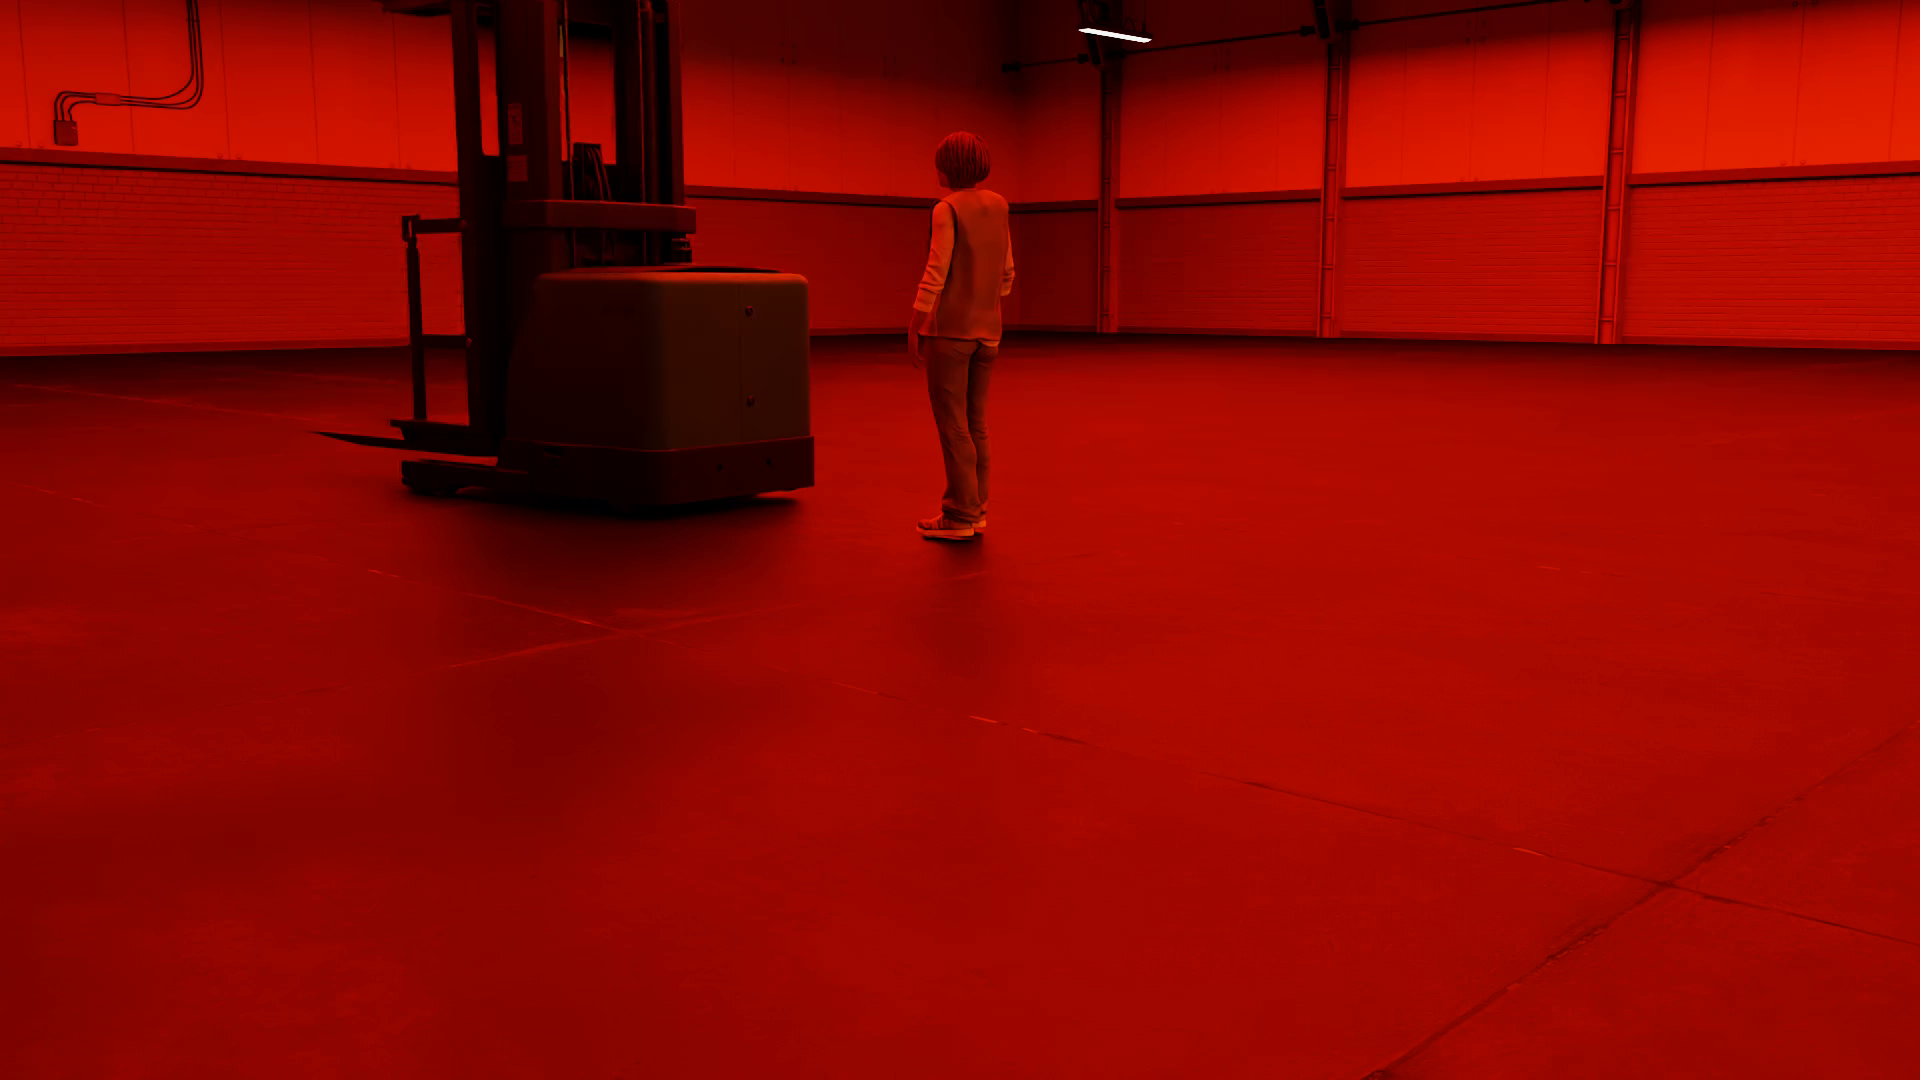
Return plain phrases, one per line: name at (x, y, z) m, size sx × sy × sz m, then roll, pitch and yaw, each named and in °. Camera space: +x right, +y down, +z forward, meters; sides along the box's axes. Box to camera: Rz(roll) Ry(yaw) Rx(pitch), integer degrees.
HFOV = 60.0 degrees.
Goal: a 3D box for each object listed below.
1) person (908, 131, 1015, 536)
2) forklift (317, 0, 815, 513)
person at (-0.044, -0.807, 6.659) m, size 0.473 × 1.599 × 0.520 m, roll 8°, pitch 12°, yaw 43°
forklift at (-2.162, -1.722, 8.311) m, size 3.031 × 2.935 × 1.130 m, roll 7°, pitch 11°, yaw 38°
